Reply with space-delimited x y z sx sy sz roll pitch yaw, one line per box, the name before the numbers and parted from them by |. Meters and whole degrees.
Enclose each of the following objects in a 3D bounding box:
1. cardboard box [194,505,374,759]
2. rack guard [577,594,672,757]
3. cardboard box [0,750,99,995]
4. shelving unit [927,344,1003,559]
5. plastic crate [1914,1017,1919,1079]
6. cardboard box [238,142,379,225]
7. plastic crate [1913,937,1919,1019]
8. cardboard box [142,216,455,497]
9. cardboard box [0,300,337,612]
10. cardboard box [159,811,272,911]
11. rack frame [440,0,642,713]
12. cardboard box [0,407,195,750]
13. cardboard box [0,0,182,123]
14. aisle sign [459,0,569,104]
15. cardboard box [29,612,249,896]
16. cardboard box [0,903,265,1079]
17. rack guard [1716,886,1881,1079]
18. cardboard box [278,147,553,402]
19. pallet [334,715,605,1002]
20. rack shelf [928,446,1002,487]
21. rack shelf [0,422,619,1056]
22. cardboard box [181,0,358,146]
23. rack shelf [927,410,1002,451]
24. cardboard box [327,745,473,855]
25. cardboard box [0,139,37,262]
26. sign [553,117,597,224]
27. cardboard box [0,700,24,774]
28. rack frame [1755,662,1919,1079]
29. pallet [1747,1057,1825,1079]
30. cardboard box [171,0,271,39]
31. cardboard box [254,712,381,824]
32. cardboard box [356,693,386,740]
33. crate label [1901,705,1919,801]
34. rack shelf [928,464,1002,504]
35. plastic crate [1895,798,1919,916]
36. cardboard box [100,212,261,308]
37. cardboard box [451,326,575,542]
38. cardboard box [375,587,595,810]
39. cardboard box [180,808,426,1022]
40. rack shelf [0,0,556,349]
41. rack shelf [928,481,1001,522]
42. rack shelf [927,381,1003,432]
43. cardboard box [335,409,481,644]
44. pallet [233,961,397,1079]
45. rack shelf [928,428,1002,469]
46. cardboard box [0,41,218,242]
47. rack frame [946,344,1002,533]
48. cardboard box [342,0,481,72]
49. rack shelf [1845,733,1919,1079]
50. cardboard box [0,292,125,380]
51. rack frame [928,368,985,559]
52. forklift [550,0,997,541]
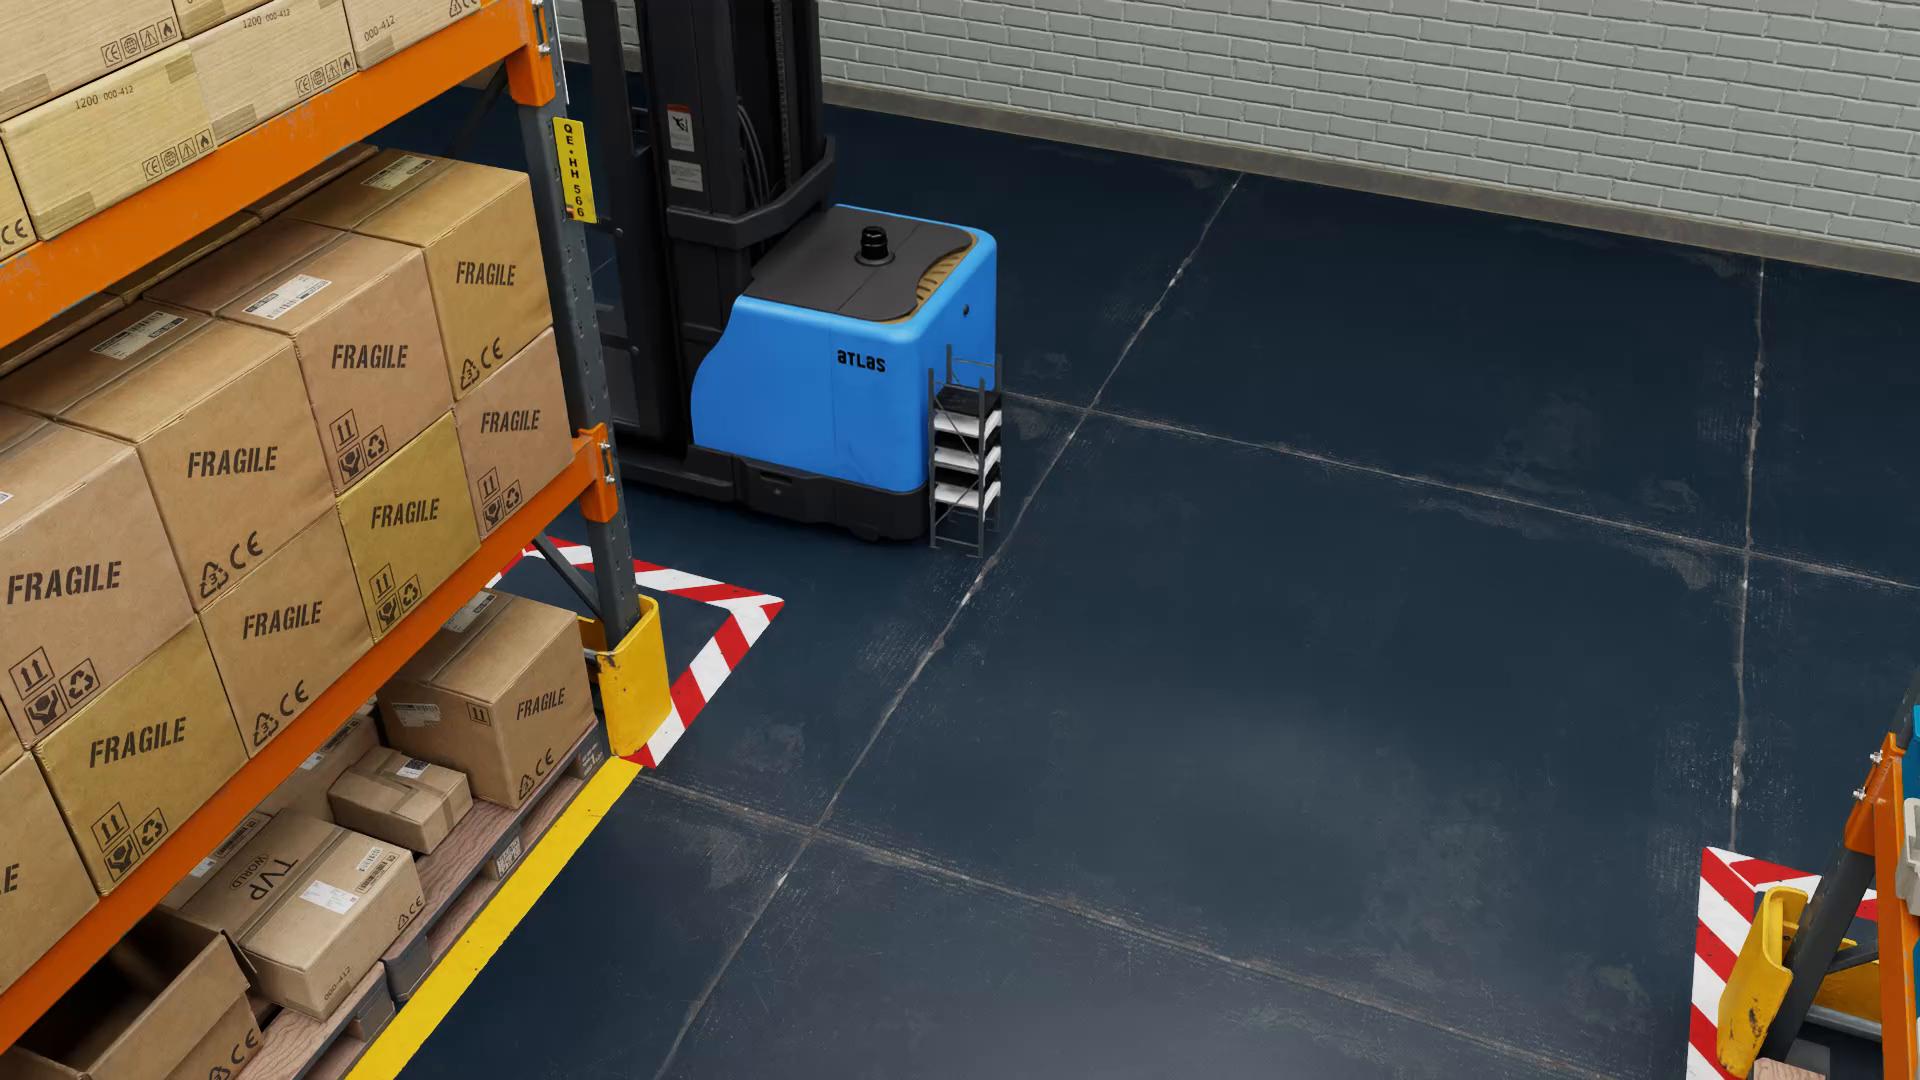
cardboard box | -1.970 0.178 4.423 0.500 0.500 0.500 14 39 18
rack guard | -1.691 0.388 6.313 1.175 0.500 0.348 14 39 18
cardboard box | -2.354 0.739 3.673 0.500 0.500 0.500 14 39 18
shelving unit | 0.022 -0.361 6.981 0.258 0.900 0.210 13 39 16
plastic crate | 2.062 1.153 3.372 0.250 0.136 0.298 14 39 18
cardboard box | -2.075 -0.910 5.043 0.500 0.500 0.500 15 39 19
plastic crate | 2.268 0.945 3.571 0.416 0.233 0.300 14 39 18
cardboard box | -1.769 -0.507 4.504 0.500 0.500 0.500 15 39 19
cardboard box | -1.962 -0.219 4.118 0.500 0.500 0.500 15 39 19
cardboard box | -2.512 1.060 5.255 0.500 0.250 0.500 14 39 18
rack frame | -1.662 -0.655 5.621 1.000 3.000 0.127 14 39 18
cardboard box | -2.157 0.066 3.738 0.500 0.500 0.500 15 39 19
cardboard box | -2.006 -1.101 3.420 0.500 0.250 0.500 14 39 18
aisle sign | -1.353 -1.664 4.800 0.394 0.787 0.004 14 39 18
cardboard box | -2.162 0.457 4.050 0.500 0.500 0.500 13 39 17
cardboard box | -2.474 1.342 4.667 0.797 0.503 0.637 14 39 18
rack guard | 2.914 1.460 4.879 1.175 0.500 0.348 14 39 18
cardboard box | -1.577 -0.787 4.878 0.500 0.500 0.500 14 39 17
pallet | -1.993 0.946 5.809 1.003 0.211 1.213 14 39 18
rack shelf | 0.022 -0.334 7.001 0.258 0.077 0.200 13 39 16
rack shelf | -2.423 0.740 4.355 1.077 0.370 4.000 14 39 18
cardboard box | -1.814 -1.178 3.940 0.500 0.250 0.500 14 39 18
rack shelf | 0.022 -0.479 6.894 0.258 0.077 0.200 13 39 16
cardboard box | -1.879 0.864 5.587 0.380 0.166 0.250 14 39 18
cardboard box | -2.198 -0.625 3.200 0.500 0.250 0.500 14 39 18
sign | -1.156 -1.108 4.996 0.100 0.325 0.005 14 39 18
cardboard box | -2.353 0.352 3.355 0.500 0.500 0.500 13 39 16
rack frame | 2.917 0.475 4.109 1.000 3.000 0.127 14 39 18
pallet | 2.568 2.040 4.344 1.003 0.211 1.213 14 39 18
cardboard box | -1.812 -1.377 3.789 0.500 0.250 0.500 14 39 18
cardboard box | -2.322 0.783 5.626 0.500 0.250 0.500 14 39 18
cardboard box | -2.234 0.596 5.947 0.380 0.166 0.250 14 39 18
crate label | 2.519 0.580 4.058 0.416 0.233 0.303 14 39 18
rack shelf | 0.022 -0.262 7.055 0.258 0.077 0.200 13 39 16
plastic crate | 2.320 0.777 3.875 0.250 0.136 0.298 14 39 18
cardboard box | -2.267 -0.619 4.654 0.500 0.500 0.500 14 39 18
cardboard box | -1.581 -0.385 5.176 0.500 0.500 0.500 15 39 19
cardboard box | -1.641 0.527 5.760 0.500 0.500 0.500 14 39 18
cardboard box | -2.030 1.146 5.140 0.500 0.250 0.500 14 39 18
rack shelf | -2.423 -0.461 3.457 1.077 0.370 4.000 14 39 18
rack shelf | 0.022 -0.190 7.109 0.258 0.077 0.200 13 39 16
rack shelf | 0.022 -0.551 6.840 0.258 0.077 0.200 13 39 16
cardboard box | -1.775 -0.097 4.791 0.500 0.500 0.500 14 39 18
pallet | -2.459 1.619 4.908 1.003 0.211 1.213 14 39 18
rack shelf | 0.022 -0.406 6.948 0.258 0.077 0.200 13 39 16
cardboard box | -1.992 -0.898 3.566 0.500 0.250 0.500 14 39 18
rack frame | 0.058 -0.418 7.058 0.240 0.900 0.006 13 39 16
cardboard box | -1.614 -1.452 4.307 0.500 0.250 0.500 14 39 18
rack shelf | 2.156 1.871 2.842 1.077 0.370 4.000 14 39 18
cardboard box | -2.462 -0.343 4.285 0.500 0.500 0.500 14 39 18
rack frame | -0.014 -0.304 6.905 0.240 0.900 0.006 13 39 16
forklift | -1.394 -1.728 7.114 3.031 2.935 1.130 14 39 17
